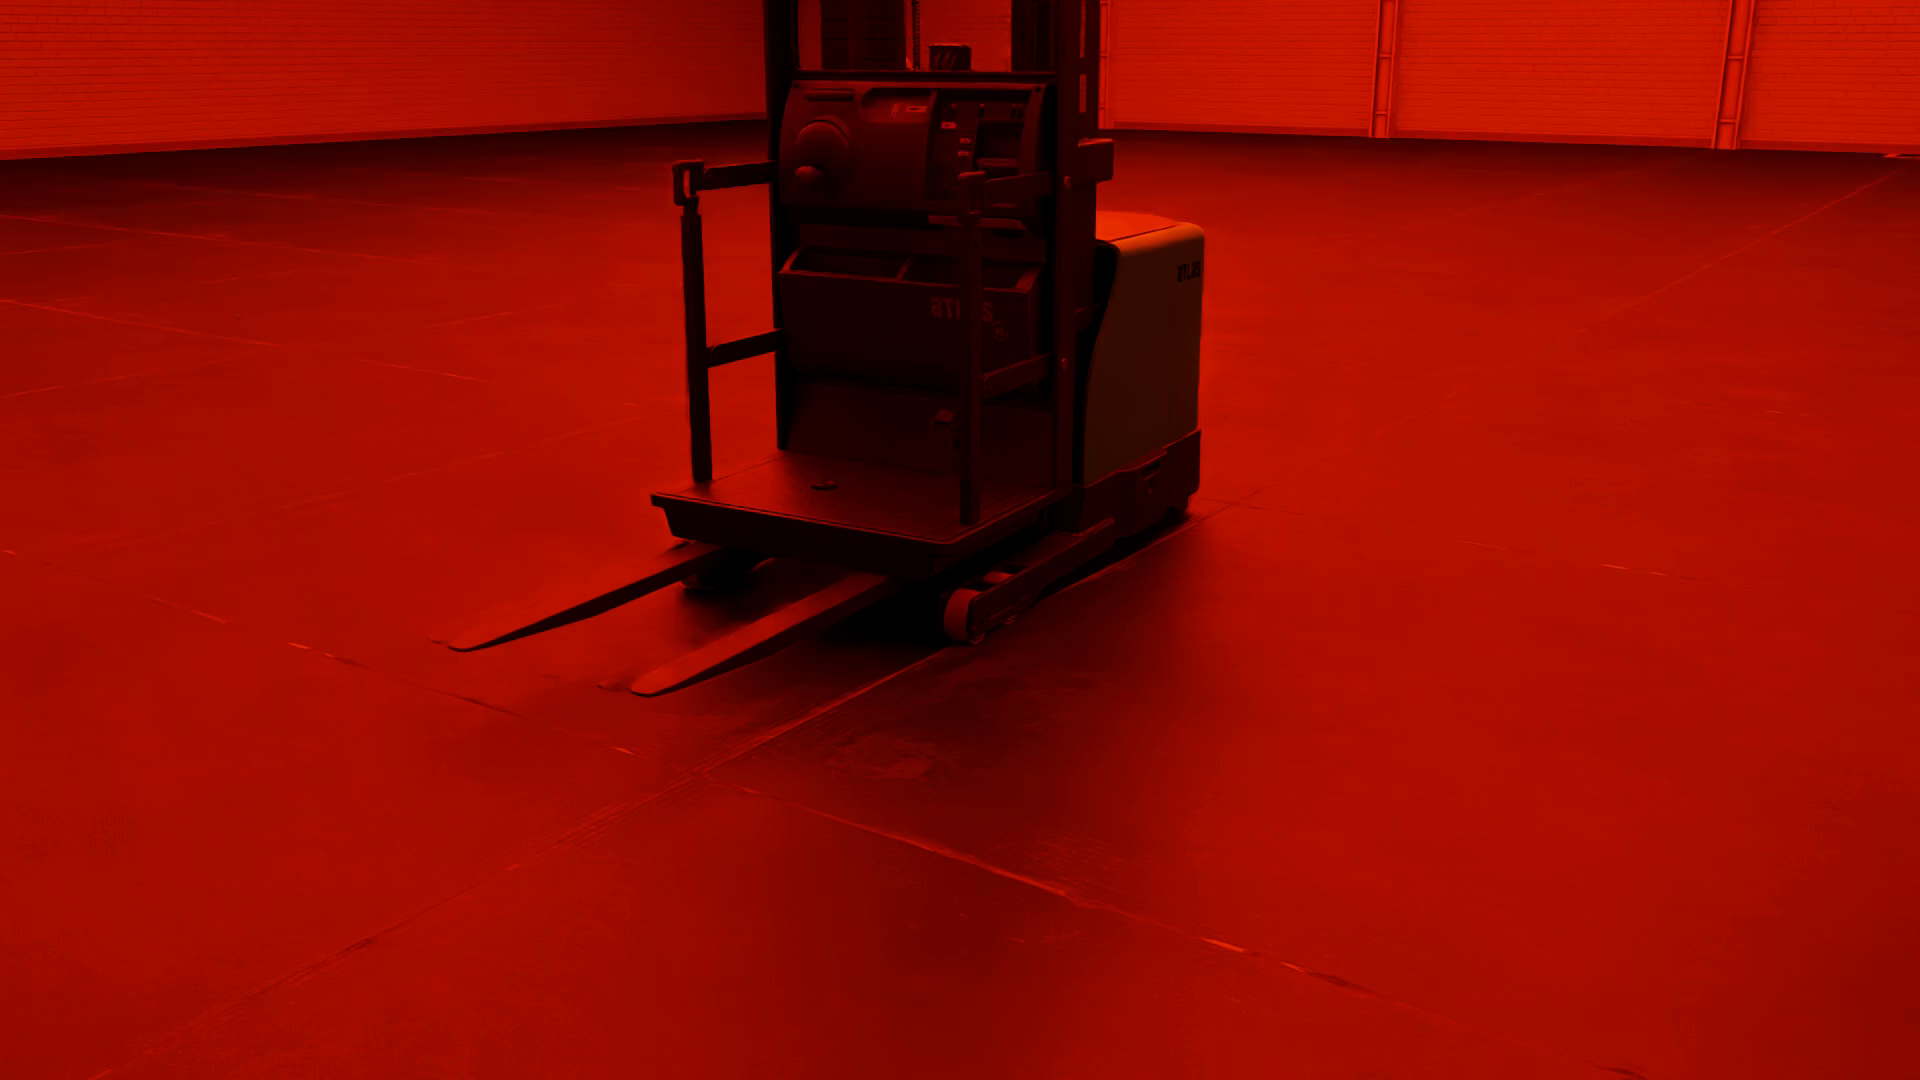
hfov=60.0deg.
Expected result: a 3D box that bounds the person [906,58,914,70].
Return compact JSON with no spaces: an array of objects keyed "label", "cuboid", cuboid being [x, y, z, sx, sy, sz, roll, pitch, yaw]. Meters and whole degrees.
[{"label":"person","cuboid":[-0.326,-1.527,8.192,0.359,1.650,0.481,4,17,14]}]

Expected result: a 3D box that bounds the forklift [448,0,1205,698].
[{"label":"forklift","cuboid":[-0.265,-1.245,4.996,1.130,2.935,3.031,9,19,29]}]
